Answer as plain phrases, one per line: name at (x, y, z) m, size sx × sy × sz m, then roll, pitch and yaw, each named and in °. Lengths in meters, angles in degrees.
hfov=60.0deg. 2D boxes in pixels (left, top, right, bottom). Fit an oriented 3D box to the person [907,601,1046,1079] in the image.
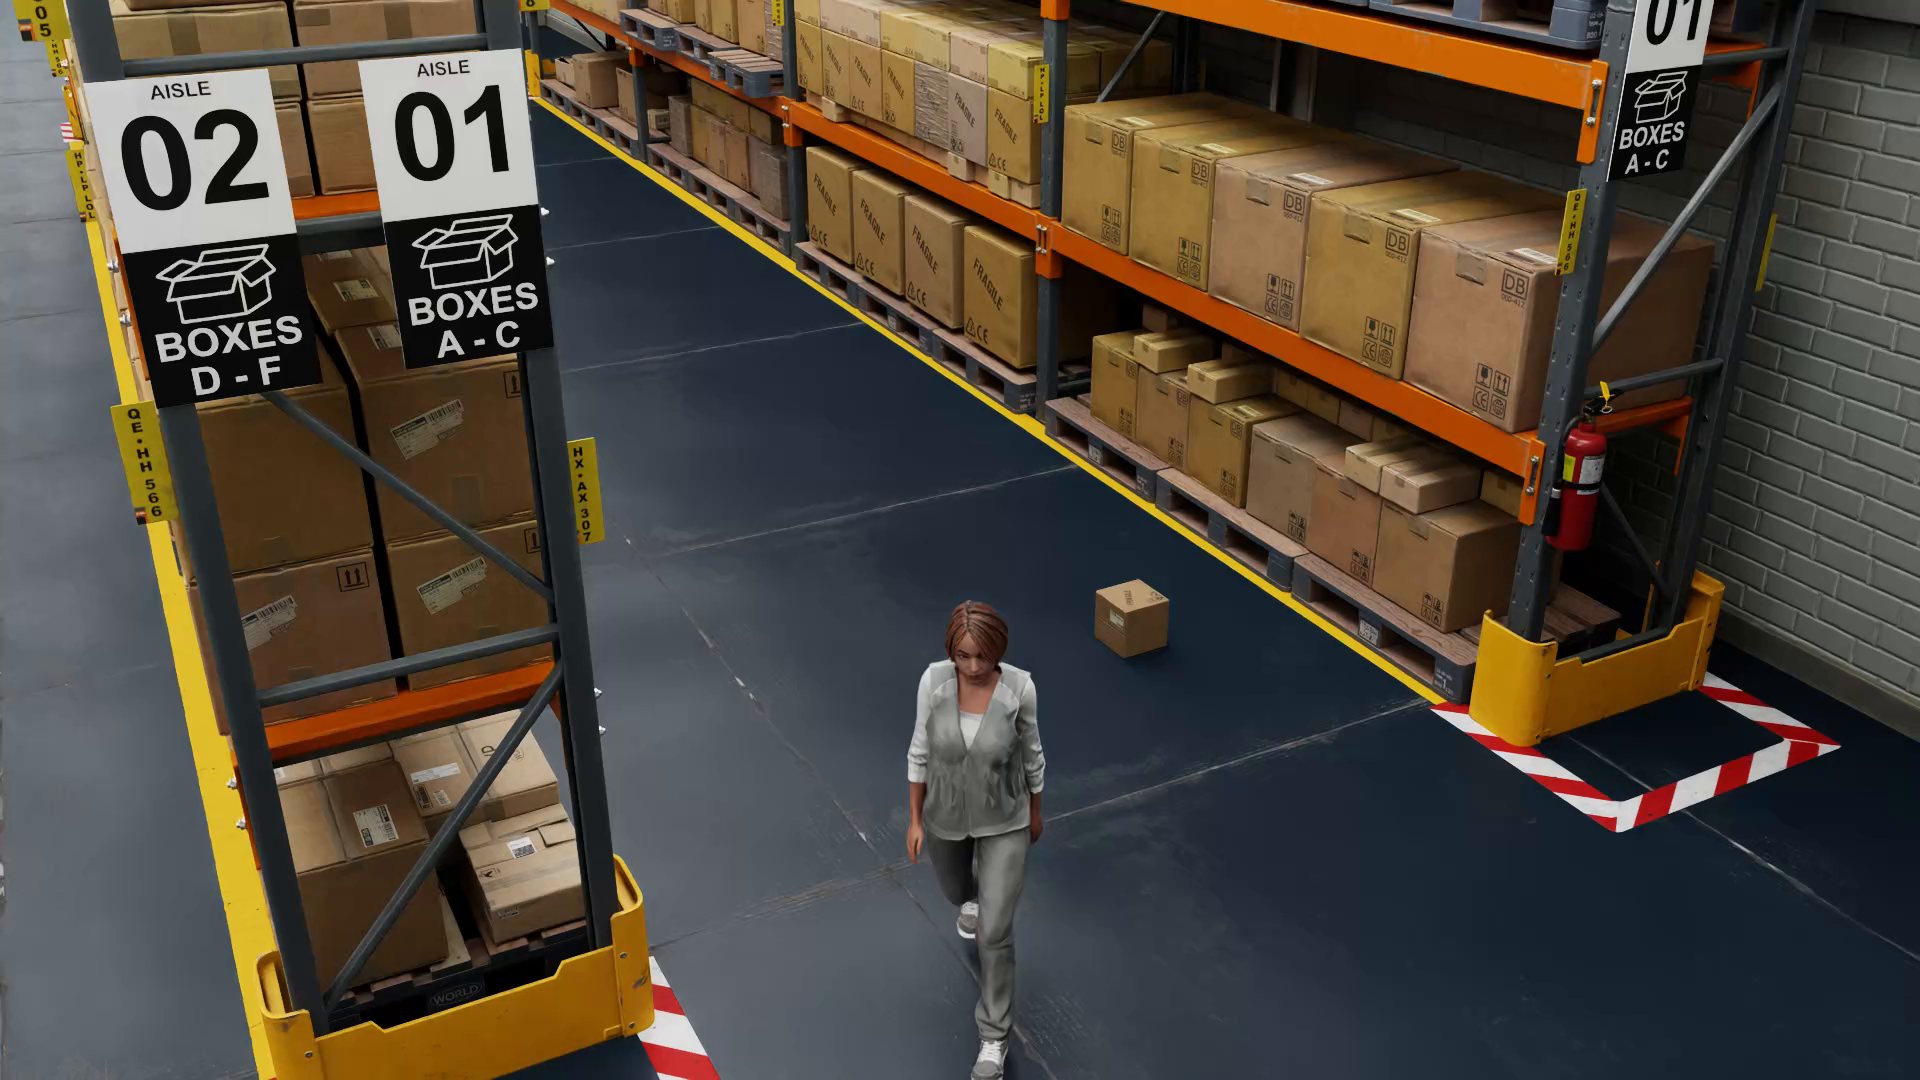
person at (0.056, 0.867, 5.330) m, size 0.422 × 1.543 × 0.899 m, roll 6°, pitch 27°, yaw 12°
